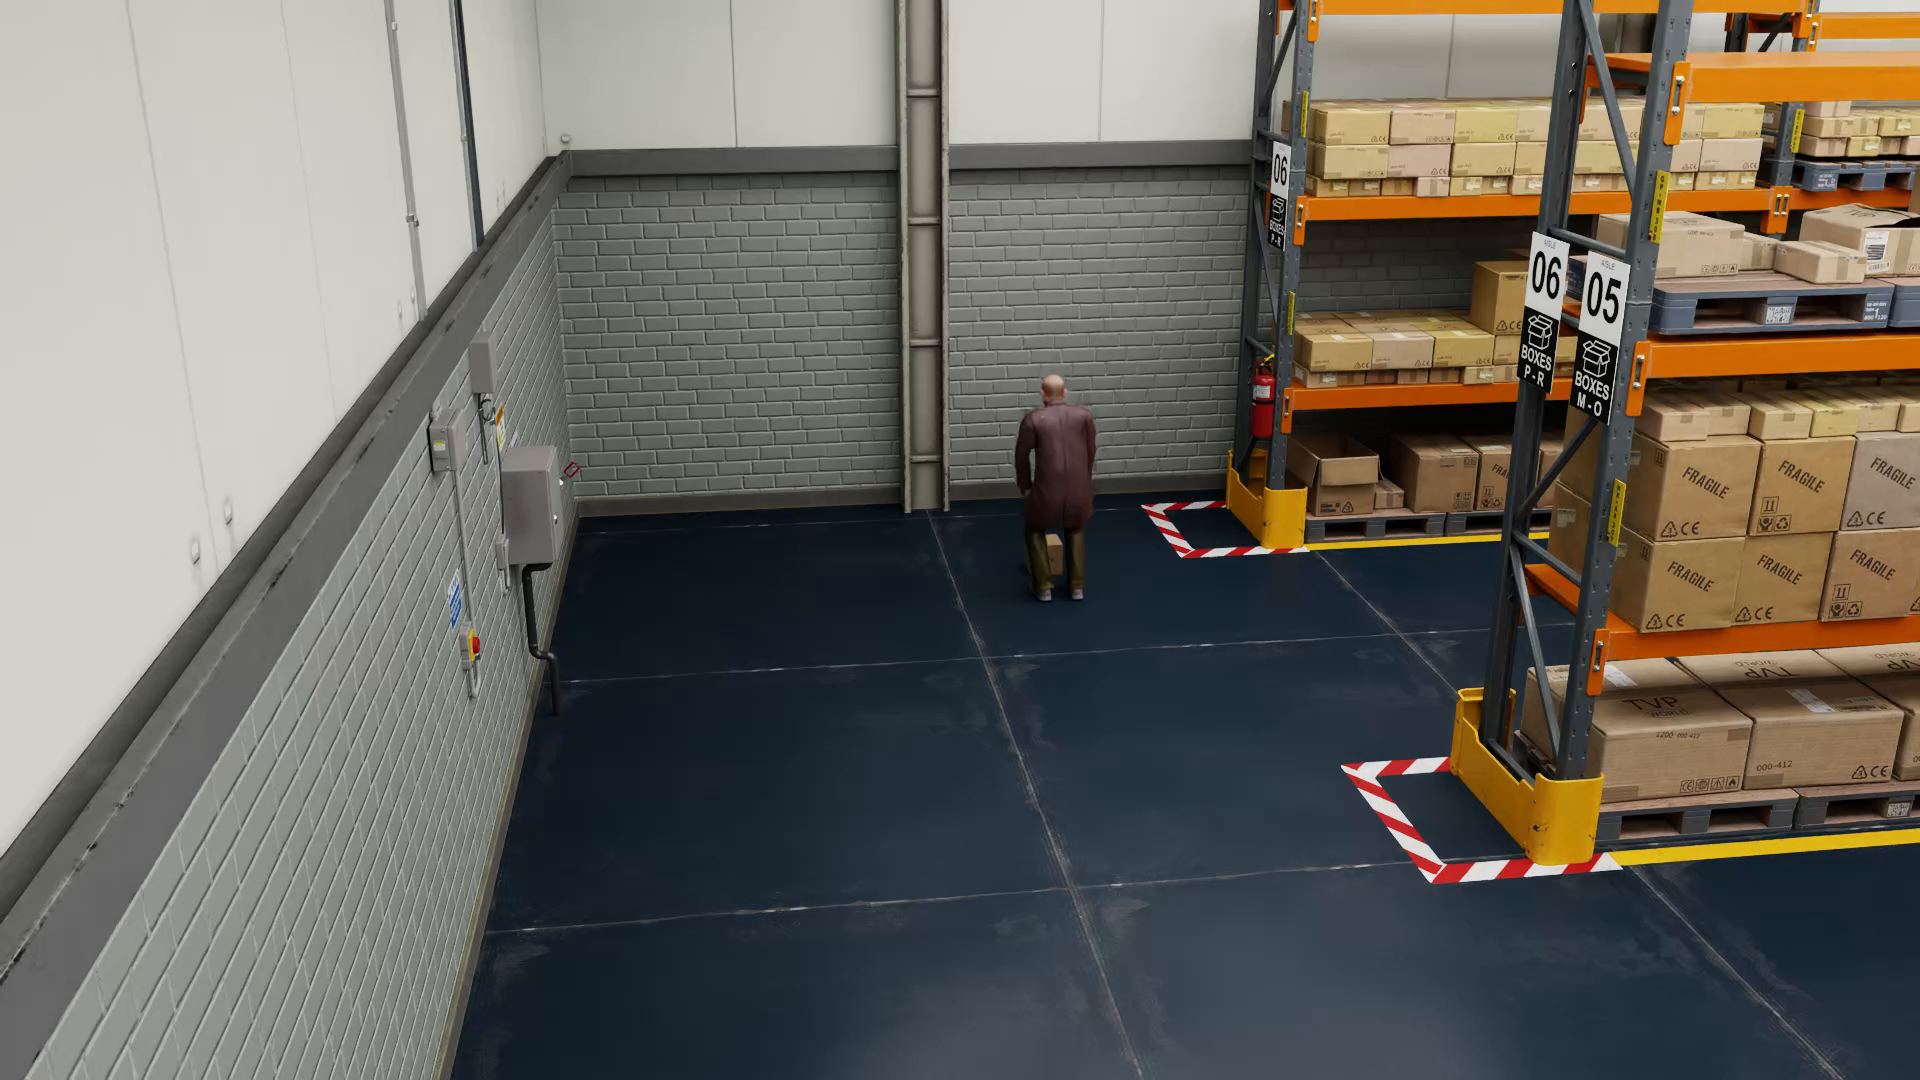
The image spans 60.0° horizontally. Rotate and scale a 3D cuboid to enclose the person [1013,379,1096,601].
[{"bbox_3d":[0.702,-0.358,12.331,0.615,1.627,0.542,-2,20,-7],"label":"person"}]
